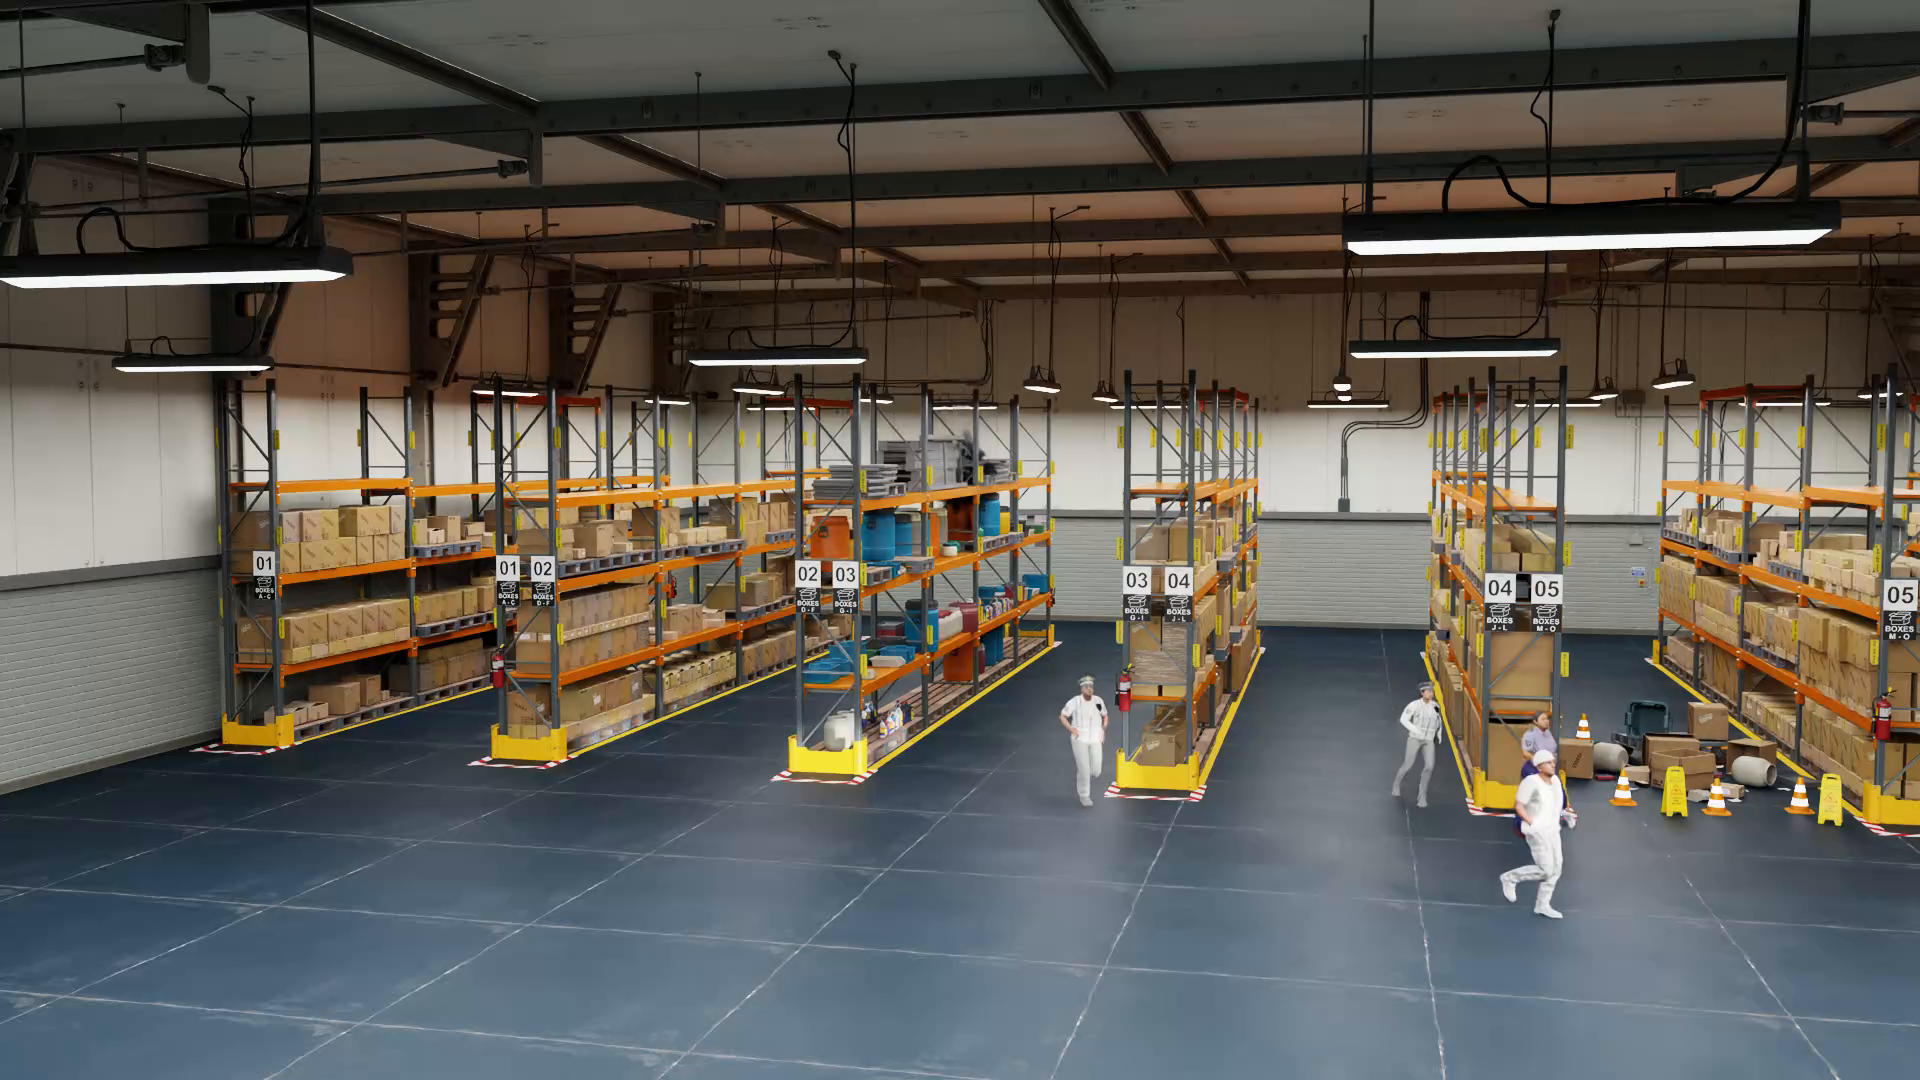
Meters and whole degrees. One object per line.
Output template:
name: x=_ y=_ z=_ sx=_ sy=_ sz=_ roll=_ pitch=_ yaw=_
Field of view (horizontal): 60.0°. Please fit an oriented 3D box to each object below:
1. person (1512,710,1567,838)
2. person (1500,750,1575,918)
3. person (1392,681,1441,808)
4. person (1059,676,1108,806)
person: x=7.200 y=2.948 z=20.622 sx=0.604 sy=1.684 sz=0.730 roll=-1 pitch=4 yaw=-21
person: x=6.124 y=3.080 z=17.611 sx=0.677 sy=1.754 sz=0.654 roll=-3 pitch=4 yaw=-39
person: x=6.391 y=2.794 z=22.987 sx=0.680 sy=1.711 sz=0.774 roll=0 pitch=3 yaw=-7
person: x=1.732 y=2.763 z=23.038 sx=0.711 sy=1.778 sz=0.650 roll=-1 pitch=4 yaw=-14
